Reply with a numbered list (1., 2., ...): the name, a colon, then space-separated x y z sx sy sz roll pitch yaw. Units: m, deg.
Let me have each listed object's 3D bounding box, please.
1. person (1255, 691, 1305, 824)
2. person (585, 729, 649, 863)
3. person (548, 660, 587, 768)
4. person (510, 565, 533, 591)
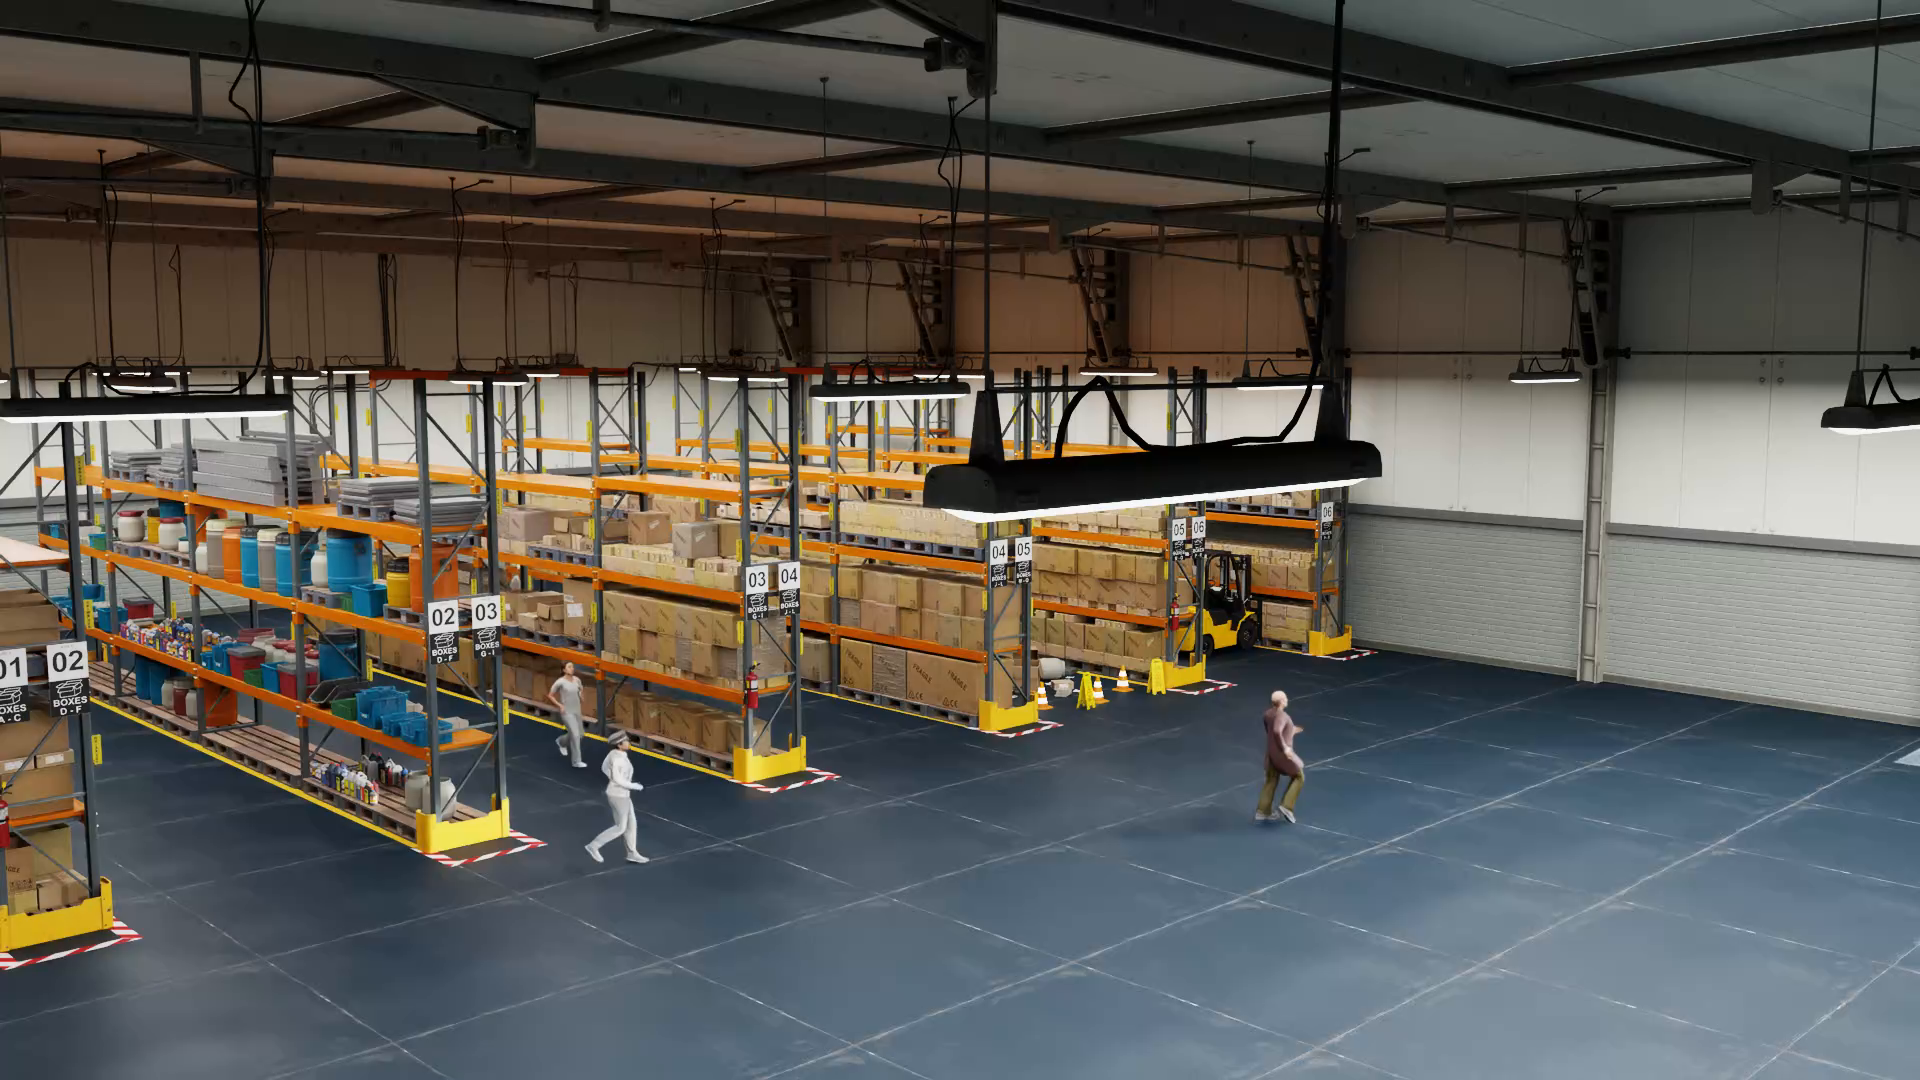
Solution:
1. person: 4.318 2.931 22.387 0.746 1.815 0.685 -3 7 -26
2. person: -4.256 3.186 20.563 0.783 1.707 0.641 -2 7 -16
3. person: -6.001 2.645 25.484 0.802 1.635 0.575 5 8 40
4. person: -9.437 1.379 36.059 0.643 1.796 0.804 -5 8 -37
